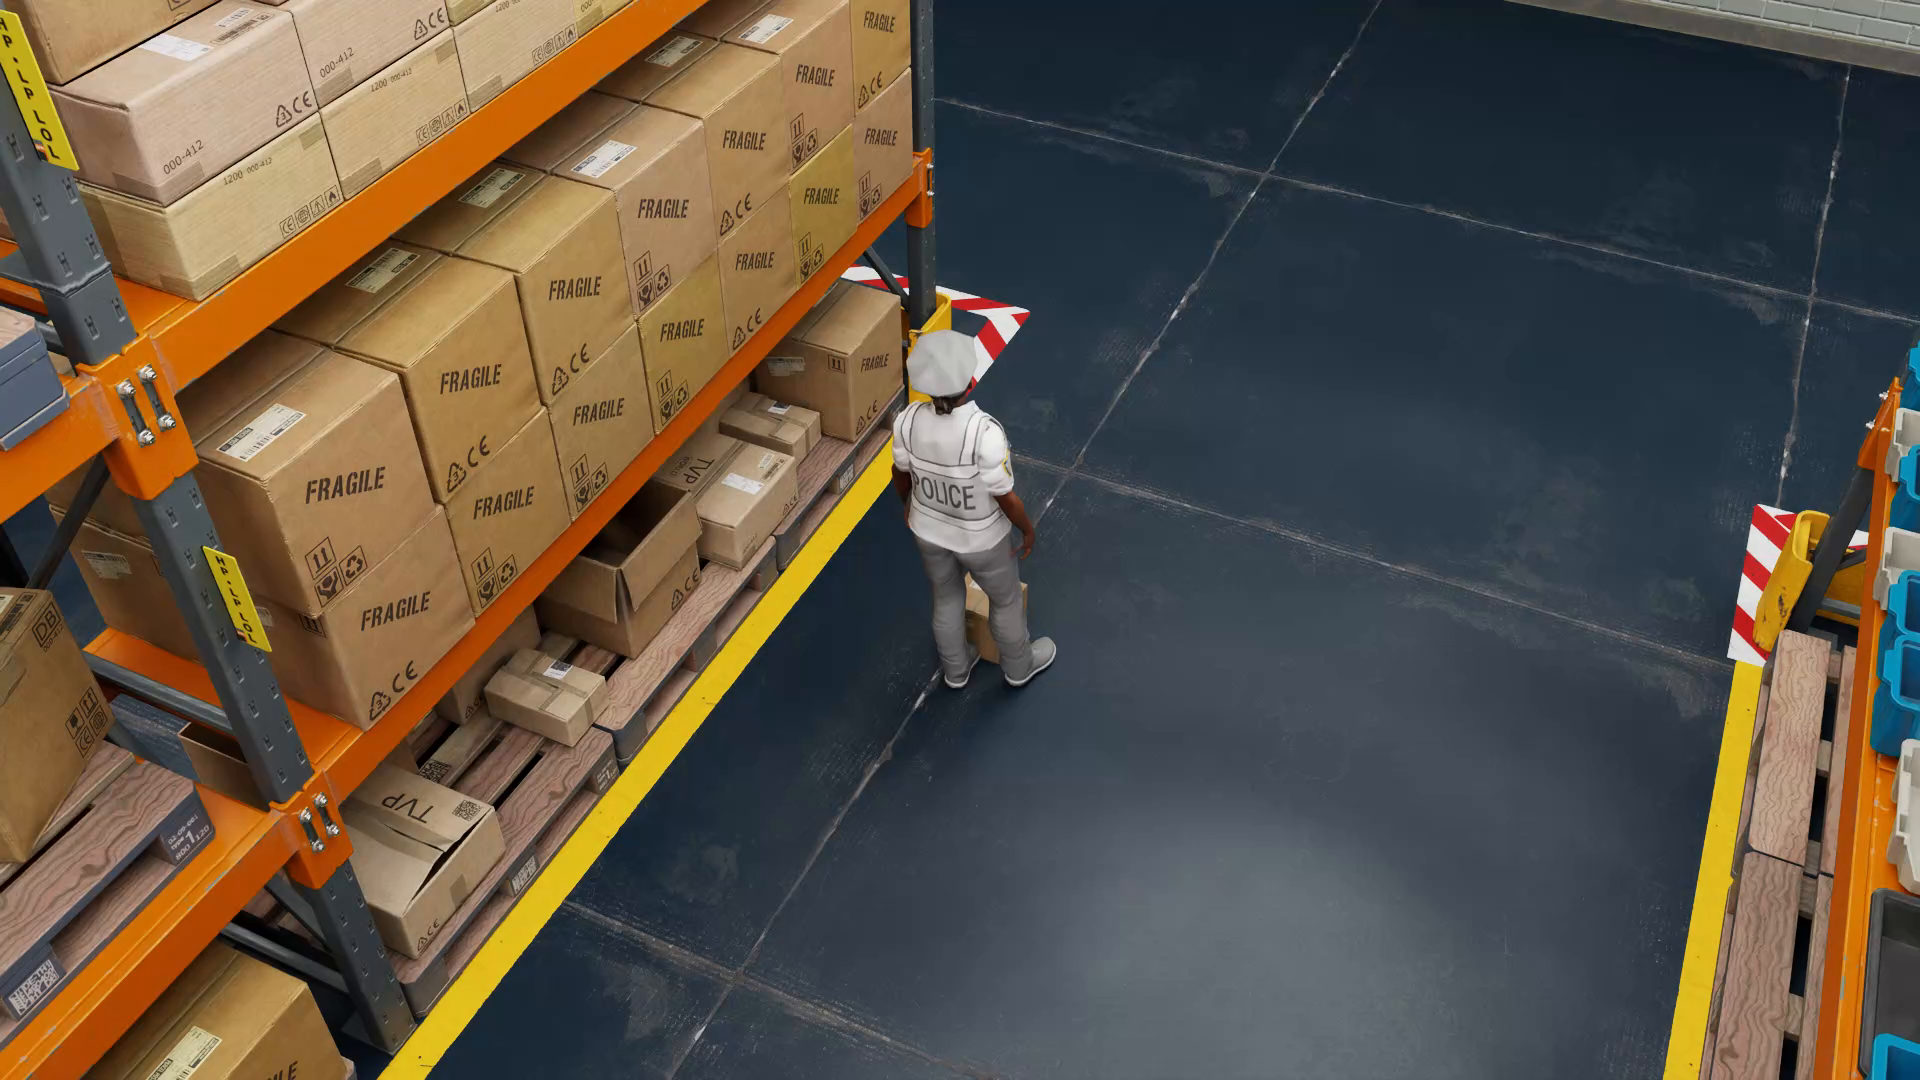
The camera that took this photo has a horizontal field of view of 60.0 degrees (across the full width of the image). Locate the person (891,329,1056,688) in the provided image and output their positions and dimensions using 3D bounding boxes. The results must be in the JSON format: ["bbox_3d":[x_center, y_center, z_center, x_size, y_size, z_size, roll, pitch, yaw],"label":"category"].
[{"bbox_3d":[0.050,-0.099,6.230,0.570,1.698,0.527,17,45,18],"label":"person"}]
